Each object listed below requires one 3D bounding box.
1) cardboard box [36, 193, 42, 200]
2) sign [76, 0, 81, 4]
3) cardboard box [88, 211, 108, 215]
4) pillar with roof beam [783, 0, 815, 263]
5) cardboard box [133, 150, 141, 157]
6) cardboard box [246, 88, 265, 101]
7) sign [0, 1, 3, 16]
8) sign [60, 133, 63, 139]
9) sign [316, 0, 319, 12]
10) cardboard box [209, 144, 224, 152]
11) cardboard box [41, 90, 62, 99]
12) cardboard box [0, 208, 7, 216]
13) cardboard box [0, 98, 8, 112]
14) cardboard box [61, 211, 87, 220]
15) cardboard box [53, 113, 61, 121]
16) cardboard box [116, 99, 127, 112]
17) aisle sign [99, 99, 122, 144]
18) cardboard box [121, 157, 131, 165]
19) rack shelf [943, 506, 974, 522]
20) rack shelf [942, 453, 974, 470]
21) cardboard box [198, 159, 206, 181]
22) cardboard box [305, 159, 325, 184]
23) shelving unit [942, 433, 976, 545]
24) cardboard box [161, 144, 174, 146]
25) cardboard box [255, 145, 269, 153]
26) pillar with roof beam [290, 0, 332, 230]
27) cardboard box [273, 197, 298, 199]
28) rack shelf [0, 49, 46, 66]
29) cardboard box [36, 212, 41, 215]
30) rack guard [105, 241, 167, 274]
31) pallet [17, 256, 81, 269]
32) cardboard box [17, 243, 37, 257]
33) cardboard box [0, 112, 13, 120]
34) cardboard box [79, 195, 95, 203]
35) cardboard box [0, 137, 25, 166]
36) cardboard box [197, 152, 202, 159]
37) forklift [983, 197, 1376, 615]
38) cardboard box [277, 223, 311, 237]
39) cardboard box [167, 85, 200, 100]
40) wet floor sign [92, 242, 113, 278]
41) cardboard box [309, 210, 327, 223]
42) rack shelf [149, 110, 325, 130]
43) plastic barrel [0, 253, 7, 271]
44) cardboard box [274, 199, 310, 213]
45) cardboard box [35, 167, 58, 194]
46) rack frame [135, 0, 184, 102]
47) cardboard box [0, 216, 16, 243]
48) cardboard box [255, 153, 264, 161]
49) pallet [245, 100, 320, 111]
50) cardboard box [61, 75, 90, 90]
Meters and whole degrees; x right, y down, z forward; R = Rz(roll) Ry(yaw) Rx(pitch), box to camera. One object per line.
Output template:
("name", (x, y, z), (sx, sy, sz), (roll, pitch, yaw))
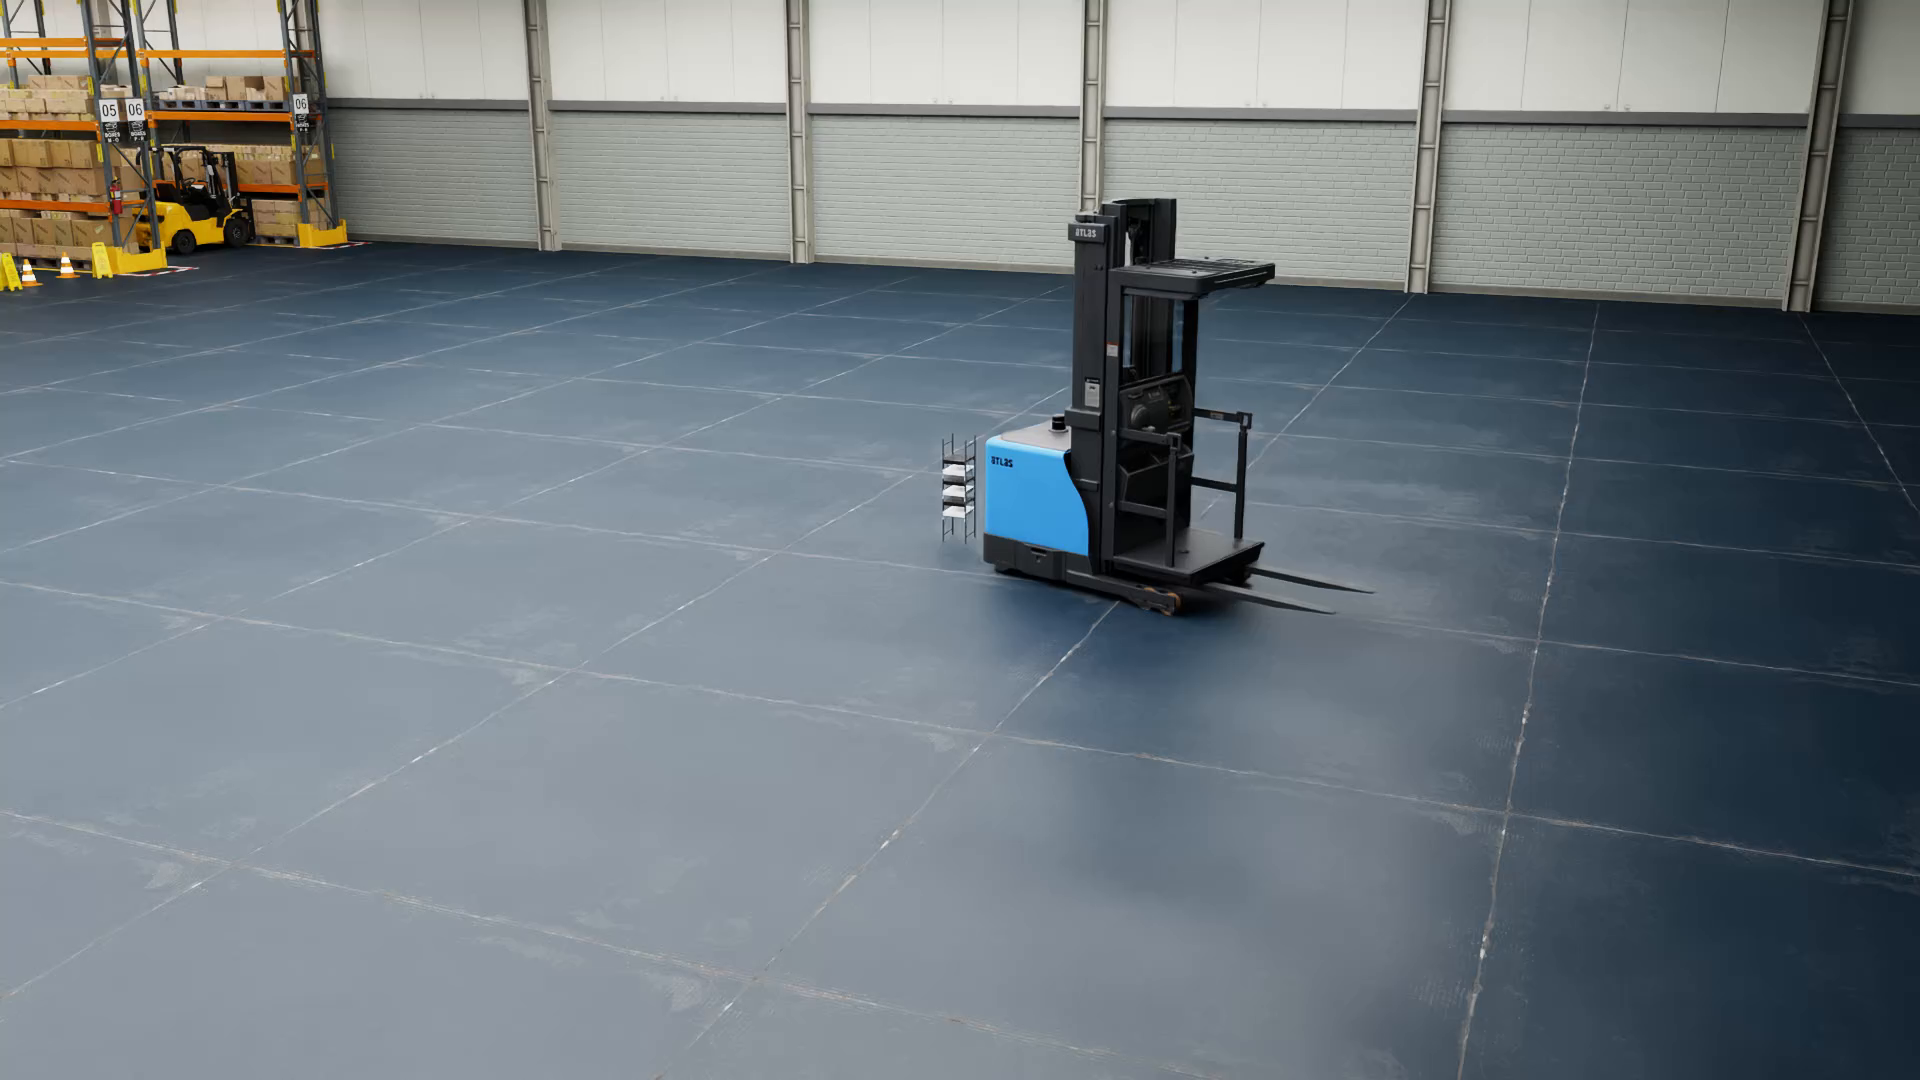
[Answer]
("cardboard box", (-17.660, -6.675, 32.238), (0.250, 0.149, 0.380), (6, 17, 21))
("sign", (-16.041, -9.916, 30.229), (0.005, 0.325, 0.100), (6, 17, 21))
("cardboard box", (-19.630, -7.618, 38.541), (0.625, 0.625, 0.875), (6, 17, 18))
("pillar with roof beam", (-4.734, -8.782, 28.282), (0.400, 9.000, 9.100), (6, 17, 21))
("cardboard box", (-18.368, -8.707, 37.444), (0.250, 0.149, 0.380), (6, 17, 20))
("cardboard box", (-15.119, -9.597, 35.780), (0.258, 0.266, 0.396), (6, 17, 21))
("sign", (-21.633, -11.984, 37.495), (0.005, 0.325, 0.100), (6, 17, 21))
("sign", (-21.242, -9.458, 39.297), (0.005, 0.325, 0.100), (6, 17, 21))
("sign", (-13.791, -11.489, 35.647), (0.005, 0.325, 0.100), (6, 17, 21))
("cardboard box", (-16.307, -8.630, 36.645), (0.250, 0.149, 0.380), (6, 17, 20))
("cardboard box", (-17.153, -8.437, 31.494), (0.250, 0.149, 0.380), (6, 17, 21))
("cardboard box", (-18.996, -6.455, 32.699), (0.250, 0.149, 0.380), (7, 17, 21))
("cardboard box", (-18.286, -8.351, 31.916), (0.500, 0.250, 0.500), (6, 17, 21))
("cardboard box", (-17.026, -6.239, 31.955), (0.250, 0.149, 0.380), (7, 18, 22))
("cardboard box", (-16.942, -8.032, 31.530), (0.250, 0.149, 0.380), (6, 17, 21))
("cardboard box", (-16.189, -8.284, 31.683), (0.500, 0.250, 0.500), (6, 17, 20))
("aisle sign", (-15.867, -7.819, 31.063), (0.004, 0.787, 0.394), (6, 17, 21))
("cardboard box", (-18.754, -8.552, 37.622), (0.500, 0.250, 0.500), (6, 17, 19))
("rack shelf", (-0.008, -0.228, 14.111), (0.200, 0.077, 0.258), (6, 17, 21))
("rack shelf", (-0.008, -0.660, 13.985), (0.200, 0.077, 0.258), (6, 17, 21))
("cardboard box", (-16.443, -8.183, 36.802), (0.500, 0.500, 0.500), (6, 17, 20))
("cardboard box", (-14.360, -8.110, 36.551), (0.500, 0.500, 0.500), (7, 18, 22))
("shelving unit", (-0.008, -0.433, 14.051), (0.210, 0.900, 0.258), (6, 17, 21))
("cardboard box", (-17.534, -8.742, 37.028), (0.250, 0.149, 0.380), (7, 17, 22))
("cardboard box", (-15.110, -8.506, 36.216), (0.250, 0.149, 0.380), (6, 17, 21))
("pillar with roof beam", (-15.897, -10.009, 32.510), (0.400, 9.000, 9.100), (6, 17, 21))
("cardboard box", (-14.845, -7.449, 36.839), (0.500, 0.250, 0.500), (6, 17, 21))
("rack shelf", (-23.303, -11.306, 38.986), (4.000, 0.370, 1.077), (6, 17, 21))
("cardboard box", (-18.417, -6.260, 33.190), (0.500, 0.500, 0.500), (7, 17, 22))
("rack guard", (-15.889, -5.459, 32.082), (0.348, 0.500, 1.175), (6, 17, 21))
("pallet", (-17.763, -5.538, 32.871), (1.213, 0.211, 1.003), (6, 17, 21))
("cardboard box", (-18.095, -5.707, 32.629), (0.500, 0.250, 0.500), (6, 17, 20))
("cardboard box", (-18.173, -8.131, 31.871), (0.250, 0.149, 0.380), (6, 17, 20))
("cardboard box", (-16.521, -6.511, 31.672), (0.250, 0.149, 0.380), (6, 17, 20))
("cardboard box", (-18.286, -7.515, 32.172), (0.500, 0.500, 0.700), (6, 17, 19))
("cardboard box", (-16.582, -8.490, 36.696), (0.250, 0.149, 0.380), (6, 17, 20))
("forklift", (1.647, -1.020, 12.430), (3.031, 2.935, 1.130), (13, 21, 38))
("cardboard box", (-14.554, -6.787, 36.350), (0.500, 0.250, 0.500), (6, 17, 21))
("cardboard box", (-17.037, -9.848, 36.563), (0.500, 0.311, 0.500), (7, 17, 22))
("wet floor sign", (-16.034, -5.224, 31.012), (0.232, 0.644, 0.267), (14, 21, 40))
("cardboard box", (-14.362, -7.163, 36.749), (0.500, 0.250, 0.500), (7, 17, 22))
("rack shelf", (-15.861, -9.239, 36.529), (4.000, 0.370, 1.077), (6, 17, 21))
("plastic barrel", (-18.296, -5.233, 31.441), (0.512, 0.421, 0.421), (-9, 18, -27))
("cardboard box", (-14.544, -7.267, 36.211), (0.500, 0.250, 0.500), (7, 18, 22))
("cardboard box", (-17.353, -6.931, 31.956), (0.500, 0.500, 0.500), (6, 17, 20))
("rack frame", (-17.722, -11.230, 36.715), (0.127, 3.000, 1.000), (6, 17, 21))
("cardboard box", (-18.587, -6.120, 32.709), (0.500, 0.500, 0.500), (7, 18, 23))
("cardboard box", (-15.120, -8.351, 36.217), (0.250, 0.149, 0.380), (6, 17, 20))
("pallet", (-14.649, -9.417, 36.009), (1.213, 0.211, 1.003), (6, 17, 21))
("cardboard box", (-19.912, -10.255, 37.625), (0.500, 0.500, 0.500), (7, 17, 22))
